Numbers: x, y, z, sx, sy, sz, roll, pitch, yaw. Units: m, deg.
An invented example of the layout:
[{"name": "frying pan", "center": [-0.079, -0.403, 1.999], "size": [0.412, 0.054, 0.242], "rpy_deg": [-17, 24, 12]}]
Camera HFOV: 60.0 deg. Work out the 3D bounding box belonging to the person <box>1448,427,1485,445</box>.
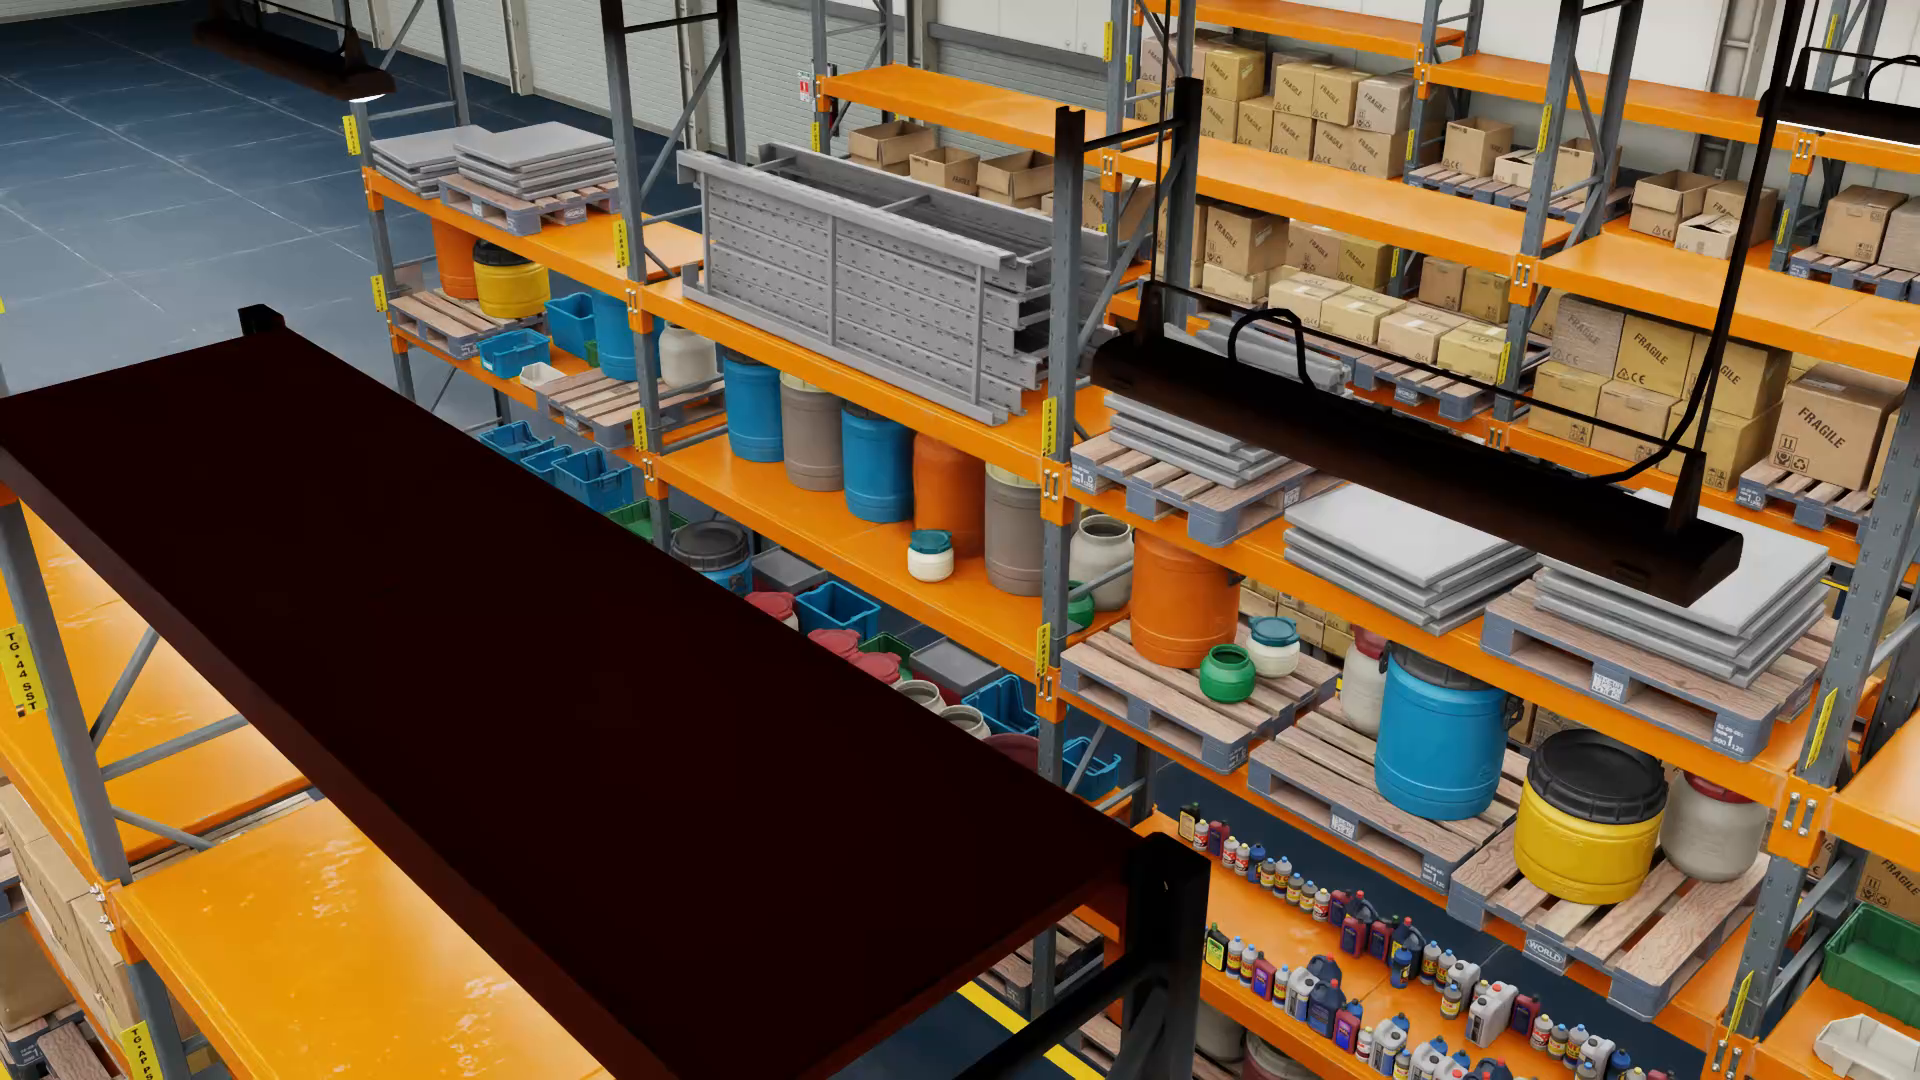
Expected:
[{"name": "person", "center": [5.151, -1.035, 17.040], "size": [1.078, 1.591, 0.554], "rpy_deg": [16, 32, 27]}]
